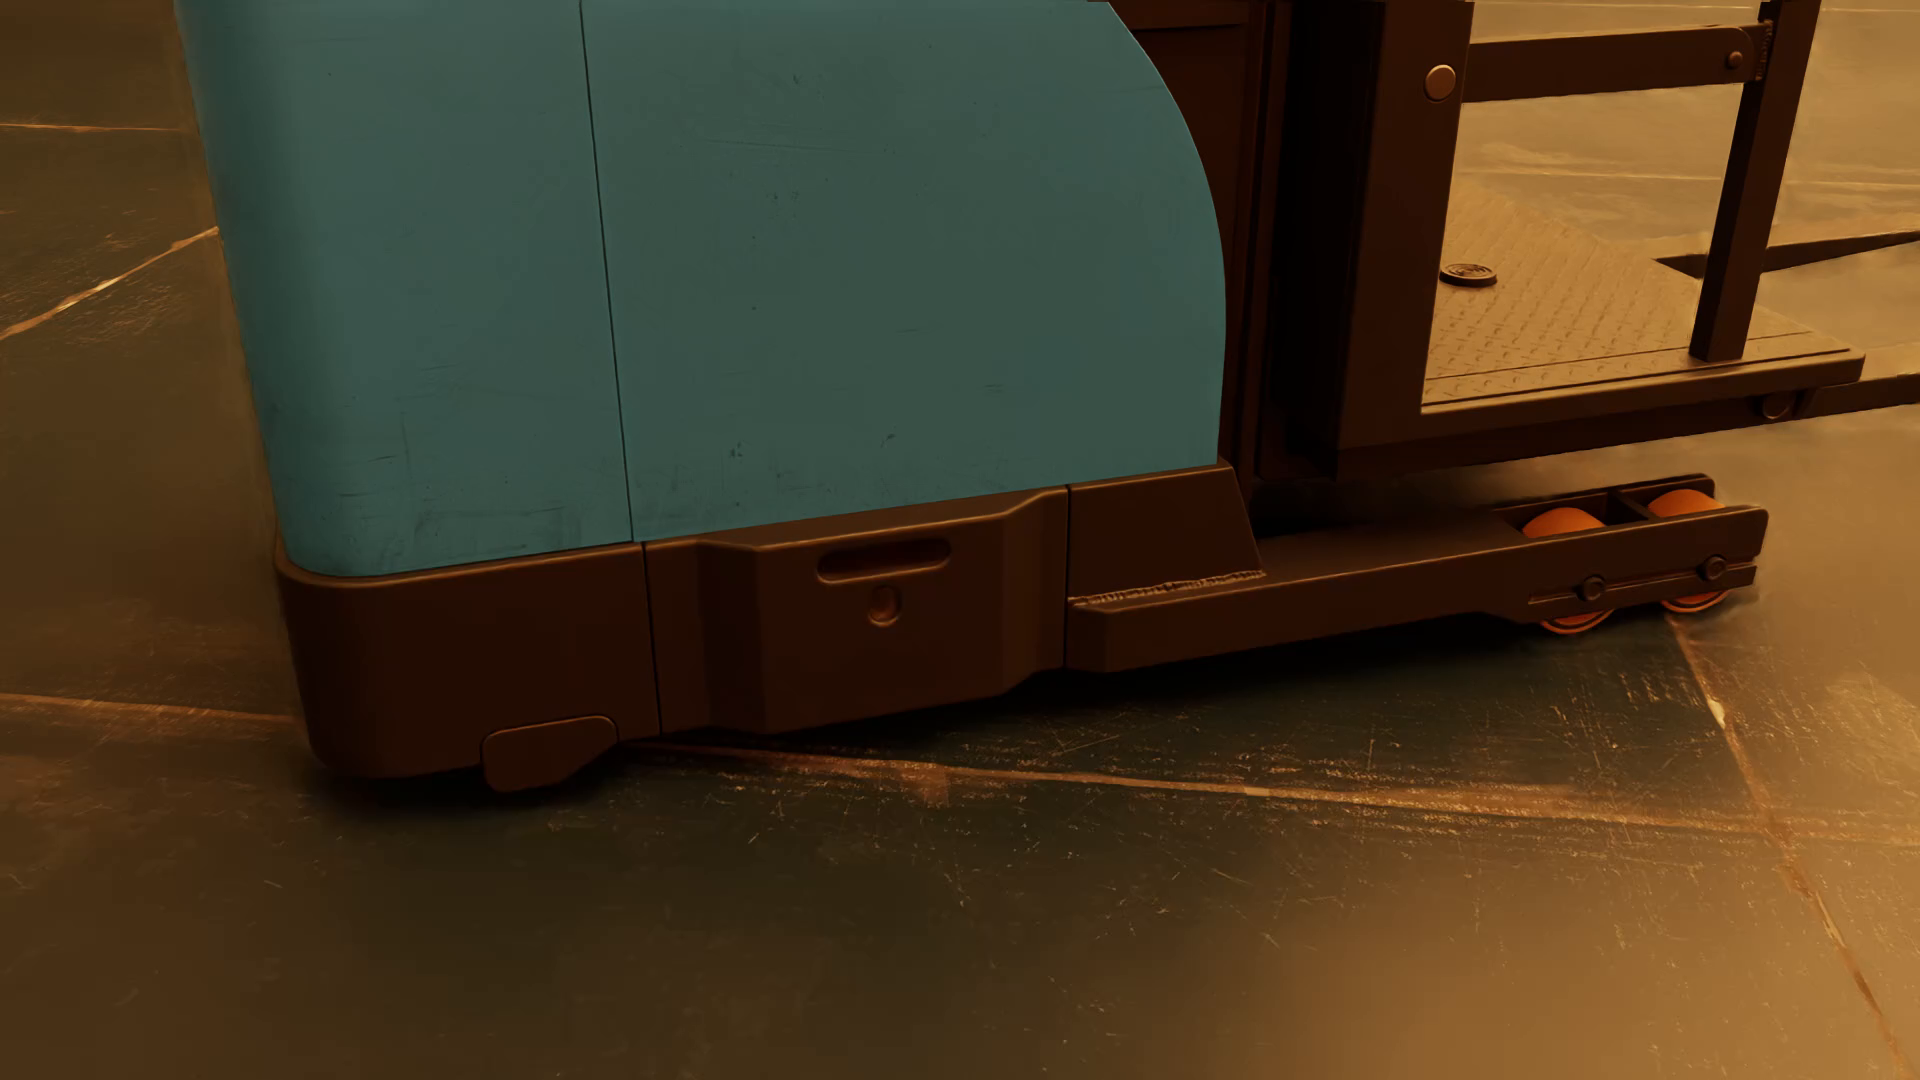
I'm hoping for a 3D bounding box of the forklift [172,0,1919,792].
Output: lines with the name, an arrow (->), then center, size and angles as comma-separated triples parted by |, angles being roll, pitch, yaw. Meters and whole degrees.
forklift -> 0.583, -1.401, 2.026 | 3.031, 2.935, 1.130 | -8, 28, -16
